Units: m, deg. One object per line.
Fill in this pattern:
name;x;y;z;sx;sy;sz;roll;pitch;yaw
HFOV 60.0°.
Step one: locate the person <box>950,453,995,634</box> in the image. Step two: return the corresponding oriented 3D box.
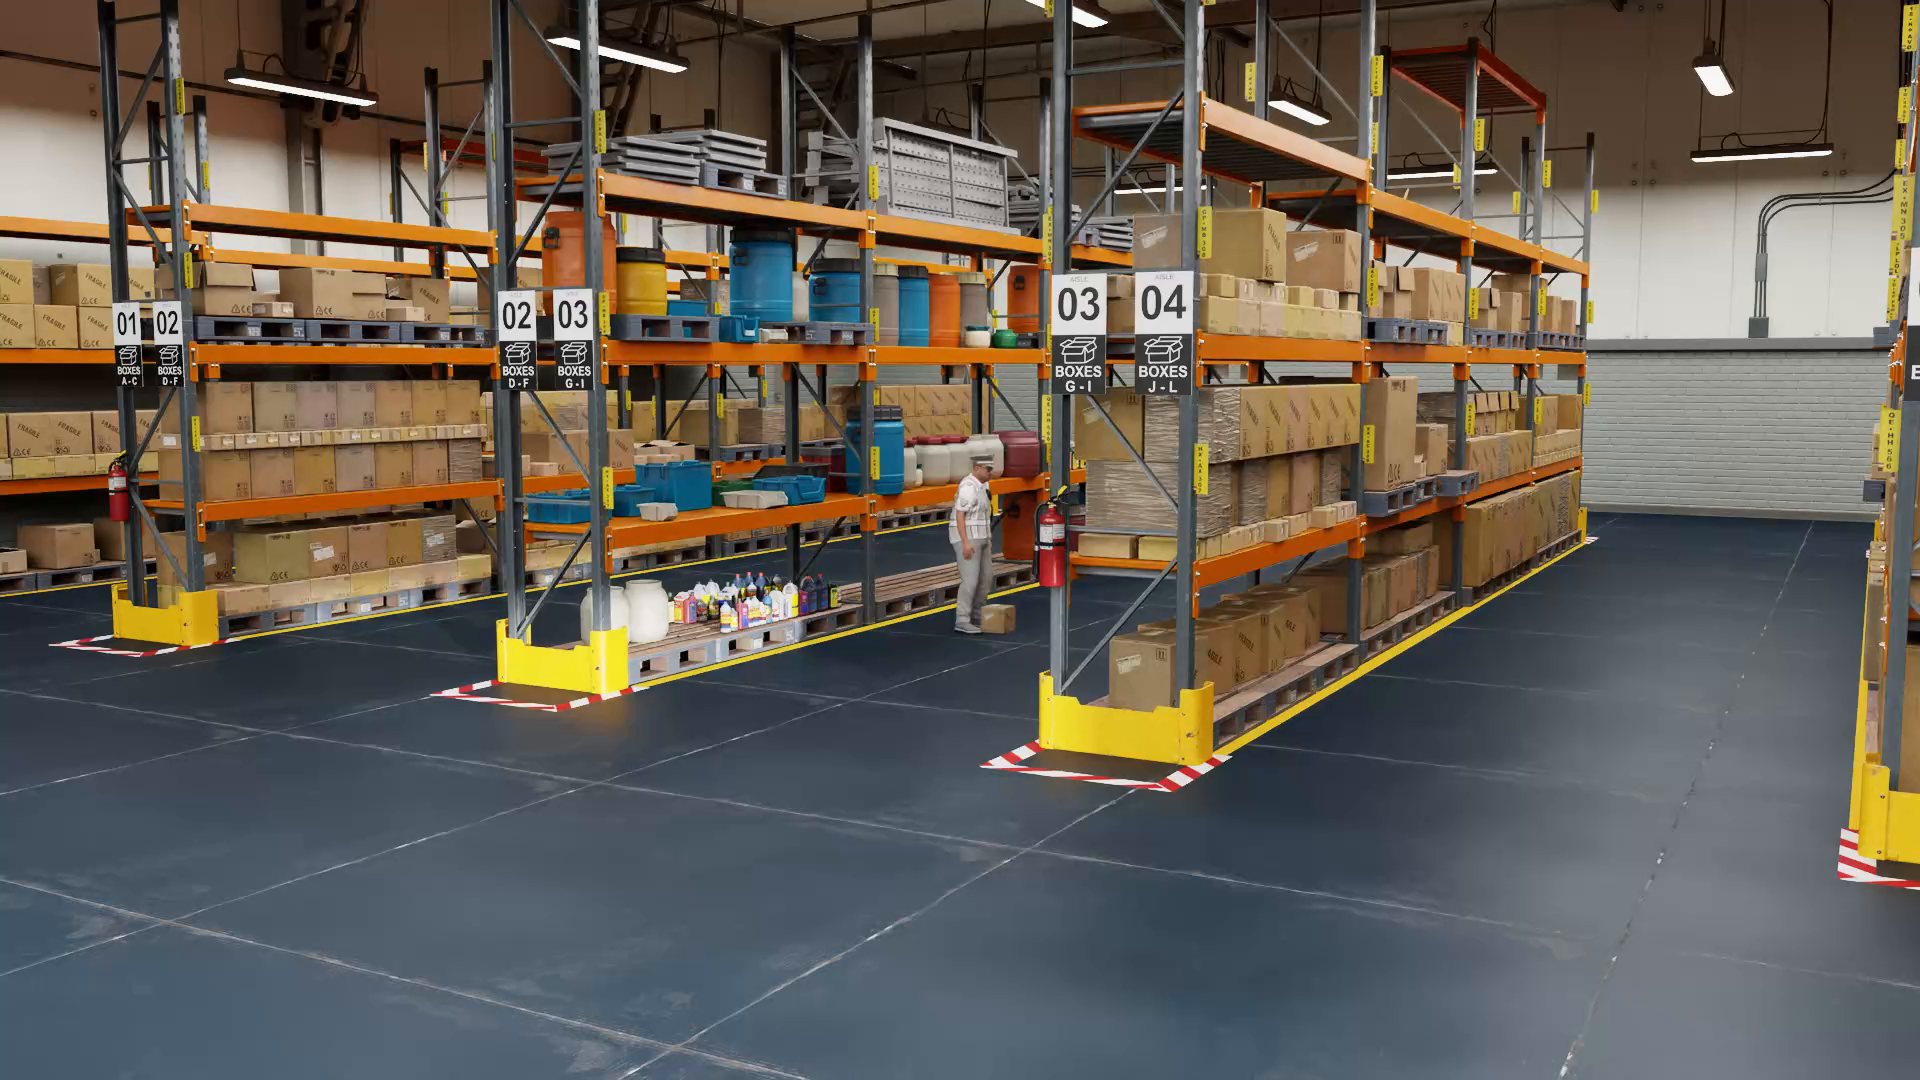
person;0.139;0.016;16.429;0.435;1.751;0.604;3;7;26
